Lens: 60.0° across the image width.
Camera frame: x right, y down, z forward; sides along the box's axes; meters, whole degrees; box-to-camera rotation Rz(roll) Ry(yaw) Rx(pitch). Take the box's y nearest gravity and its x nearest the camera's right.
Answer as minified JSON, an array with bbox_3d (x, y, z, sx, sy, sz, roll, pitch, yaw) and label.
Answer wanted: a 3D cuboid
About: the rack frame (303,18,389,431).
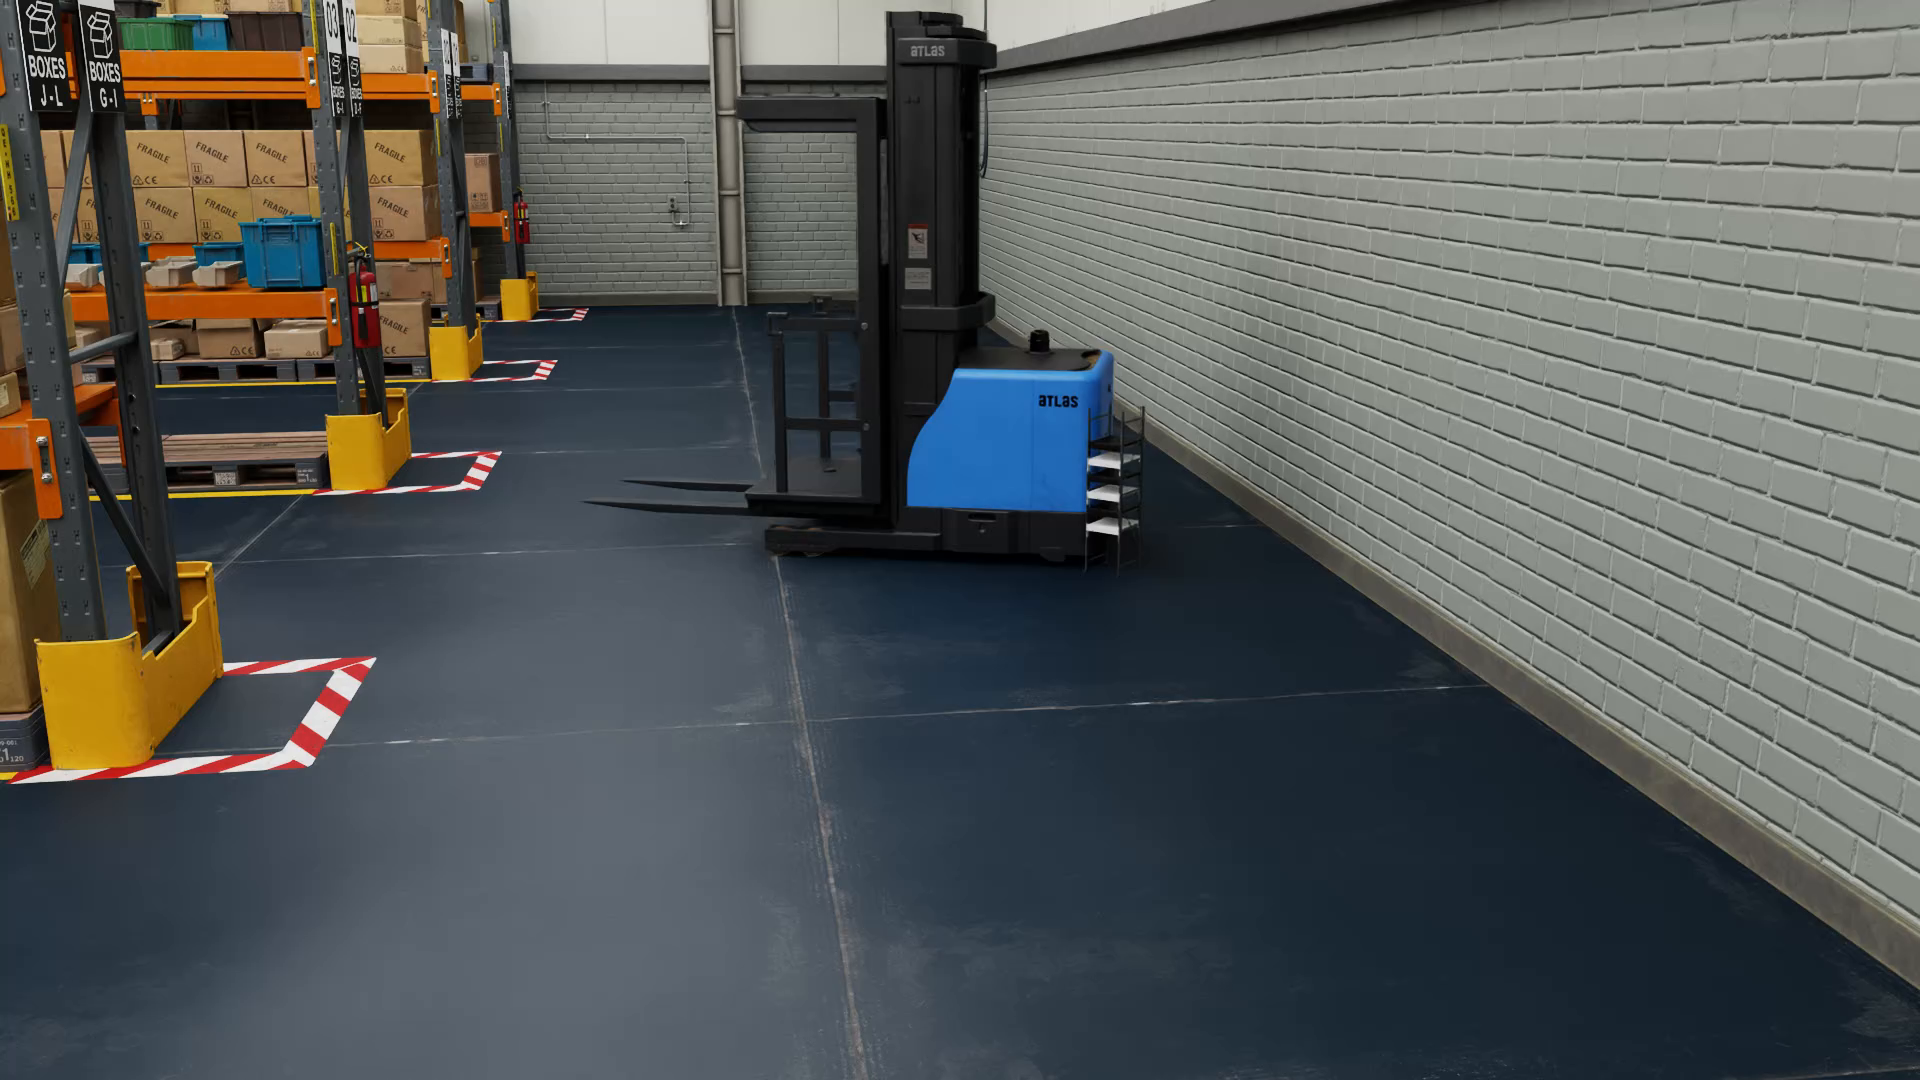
[{"bbox_3d":[-4.112,-1.922,11.218,0.127,3.000,1.000,-2,14,-8],"label":"rack frame"}]

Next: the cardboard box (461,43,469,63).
[{"bbox_3d":[-6.346,-5.972,20.441,0.500,0.250,0.500,-1,14,-5],"label":"cardboard box"}]

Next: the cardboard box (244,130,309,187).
[{"bbox_3d":[-6.257,-3.526,15.355,0.500,0.500,0.500,-2,14,-7],"label":"cardboard box"}]

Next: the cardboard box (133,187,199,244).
[{"bbox_3d":[-7.256,-3.007,15.339,0.500,0.500,0.500,-2,14,-9],"label":"cardboard box"}]

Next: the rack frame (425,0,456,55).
[{"bbox_3d":[-4.846,-6.023,15.240,0.127,3.000,1.000,-2,14,-8],"label":"rack frame"}]

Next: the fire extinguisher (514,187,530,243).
[{"bbox_3d":[-5.370,-3.981,20.355,0.183,0.674,0.296,-2,14,-8],"label":"fire extinguisher"}]

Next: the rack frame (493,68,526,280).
[{"bbox_3d":[-5.588,-4.305,20.721,0.127,3.000,1.000,-2,14,-8],"label":"rack frame"}]

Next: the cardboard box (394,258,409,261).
[{"bbox_3d":[-6.920,-3.586,20.798,0.250,0.149,0.380,-2,14,-8],"label":"cardboard box"}]

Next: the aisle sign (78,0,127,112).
[{"bbox_3d":[-3.348,-2.066,6.450,0.004,0.787,0.394,-2,14,-8],"label":"aisle sign"}]

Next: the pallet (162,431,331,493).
[{"bbox_3d":[-4.933,-0.549,11.476,1.213,0.211,1.003,-2,14,-8],"label":"pallet"}]

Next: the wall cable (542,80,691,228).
[{"bbox_3d":[-4.463,-5.072,21.689,1.851,1.984,0.084,-2,14,-8],"label":"wall cable"}]

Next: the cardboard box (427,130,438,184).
[{"bbox_3d":[-5.324,-3.694,16.025,0.500,0.500,0.500,-2,14,-7],"label":"cardboard box"}]

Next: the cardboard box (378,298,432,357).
[{"bbox_3d":[-5.347,-2.035,15.906,0.500,0.500,0.500,-2,14,-8],"label":"cardboard box"}]

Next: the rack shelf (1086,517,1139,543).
[{"bbox_3d":[0.832,-0.062,8.995,0.200,0.077,0.258,10,17,34],"label":"rack shelf"}]

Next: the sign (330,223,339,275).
[{"bbox_3d":[-4.014,-1.869,10.673,0.005,0.325,0.100,-2,14,-8],"label":"sign"}]

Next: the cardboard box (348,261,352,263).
[{"bbox_3d":[-7.783,-3.189,20.547,0.500,0.500,0.700,-2,14,-7],"label":"cardboard box"}]

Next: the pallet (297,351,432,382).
[{"bbox_3d":[-5.710,-1.729,16.182,1.213,0.211,1.003,-2,14,-8],"label":"pallet"}]

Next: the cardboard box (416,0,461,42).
[{"bbox_3d":[-6.271,-6.211,19.852,0.500,0.500,0.500,-2,14,-8],"label":"cardboard box"}]

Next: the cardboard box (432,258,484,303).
[{"bbox_3d":[-6.265,-3.247,20.777,0.500,0.500,0.700,-2,14,-8],"label":"cardboard box"}]

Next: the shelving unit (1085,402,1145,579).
[{"bbox_3d":[0.832,-0.269,8.943,0.210,0.900,0.258,10,17,34],"label":"shelving unit"}]

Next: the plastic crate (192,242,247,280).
[{"bbox_3d":[-5.056,-1.916,11.416,0.300,0.233,0.416,-2,14,-8],"label":"plastic crate"}]

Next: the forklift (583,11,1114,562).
[{"bbox_3d":[-0.652,-1.449,9.473,3.031,2.935,1.130,2,14,9],"label":"forklift"}]

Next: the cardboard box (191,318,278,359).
[{"bbox_3d":[-6.945,-2.040,15.918,0.637,0.503,0.797,-2,14,-8],"label":"cardboard box"}]

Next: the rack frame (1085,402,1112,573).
[{"bbox_3d":[0.749,-0.283,9.000,0.006,0.900,0.240,10,17,34],"label":"rack frame"}]

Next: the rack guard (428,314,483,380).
[{"bbox_3d":[-4.921,-1.898,16.263,0.348,0.500,1.175,-2,14,-8],"label":"rack guard"}]

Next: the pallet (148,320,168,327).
[{"bbox_3d":[-10.295,-2.761,20.298,1.213,0.211,1.003,-2,14,-8],"label":"pallet"}]

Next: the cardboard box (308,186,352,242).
[{"bbox_3d":[-5.761,-3.061,15.554,0.500,0.500,0.500,-2,14,-8],"label":"cardboard box"}]

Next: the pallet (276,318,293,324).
[{"bbox_3d":[-8.780,-2.816,20.517,1.213,0.211,1.003,-2,14,-8],"label":"pallet"}]

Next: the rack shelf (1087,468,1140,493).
[{"bbox_3d":[0.832,-0.324,8.930,0.200,0.077,0.258,10,17,34],"label":"rack shelf"}]

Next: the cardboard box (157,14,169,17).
[{"bbox_3d":[-7.294,-4.585,14.951,0.500,0.250,0.500,-2,14,-8],"label":"cardboard box"}]

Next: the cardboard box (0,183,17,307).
[{"bbox_3d":[-3.817,-1.085,6.036,0.500,0.500,0.500,-2,14,-8],"label":"cardboard box"}]

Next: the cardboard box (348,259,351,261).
[{"bbox_3d":[-7.675,-3.558,20.687,0.250,0.149,0.380,-2,14,-9],"label":"cardboard box"}]

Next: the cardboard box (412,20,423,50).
[{"bbox_3d":[-5.393,-4.782,15.738,0.500,0.250,0.500,-2,14,-8],"label":"cardboard box"}]

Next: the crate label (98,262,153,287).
[{"bbox_3d":[-5.452,-1.727,10.860,0.243,0.136,0.396,-2,14,-8],"label":"crate label"}]

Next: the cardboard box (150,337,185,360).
[{"bbox_3d":[-7.501,-1.804,15.671,0.250,0.166,0.380,-2,14,-8],"label":"cardboard box"}]

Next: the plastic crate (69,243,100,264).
[{"bbox_3d":[-6.004,-1.881,11.278,0.300,0.233,0.416,-2,14,-8],"label":"plastic crate"}]

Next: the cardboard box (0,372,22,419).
[{"bbox_3d":[-3.677,-0.516,6.131,0.250,0.149,0.380,-2,14,-7],"label":"cardboard box"}]

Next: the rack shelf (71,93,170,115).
[{"bbox_3d":[-11.521,-5.193,19.576,4.000,0.370,1.077,-2,14,-8],"label":"rack shelf"}]

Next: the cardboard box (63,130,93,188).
[{"bbox_3d":[-7.784,-3.470,15.131,0.500,0.500,0.500,-3,14,-10],"label":"cardboard box"}]

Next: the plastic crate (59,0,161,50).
[{"bbox_3d":[-5.664,-3.357,10.904,0.767,0.338,0.504,-2,14,-8],"label":"plastic crate"}]

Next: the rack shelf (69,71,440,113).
[{"bbox_3d":[-6.824,-4.147,15.404,4.000,0.370,1.077,-2,14,-8],"label":"rack shelf"}]

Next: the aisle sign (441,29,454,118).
[{"bbox_3d":[-4.733,-4.303,15.370,0.004,0.787,0.394,-2,14,-8],"label":"aisle sign"}]

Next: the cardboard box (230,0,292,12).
[{"bbox_3d":[-6.337,-5.038,15.215,0.500,0.500,0.700,-2,14,-8],"label":"cardboard box"}]

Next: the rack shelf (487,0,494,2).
[{"bbox_3d":[-7.566,-6.599,19.838,4.000,0.370,1.077,-2,14,-8],"label":"rack shelf"}]

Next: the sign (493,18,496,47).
[{"bbox_3d":[-5.521,-6.020,19.735,0.005,0.325,0.100,-2,14,-8],"label":"sign"}]

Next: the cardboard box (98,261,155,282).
[{"bbox_3d":[-10.167,-3.266,20.134,0.750,0.750,0.750,-2,14,-8],"label":"cardboard box"}]

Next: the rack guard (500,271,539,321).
[{"bbox_3d":[-5.564,-3.093,21.028,0.348,0.500,1.175,-2,14,-8],"label":"rack guard"}]
